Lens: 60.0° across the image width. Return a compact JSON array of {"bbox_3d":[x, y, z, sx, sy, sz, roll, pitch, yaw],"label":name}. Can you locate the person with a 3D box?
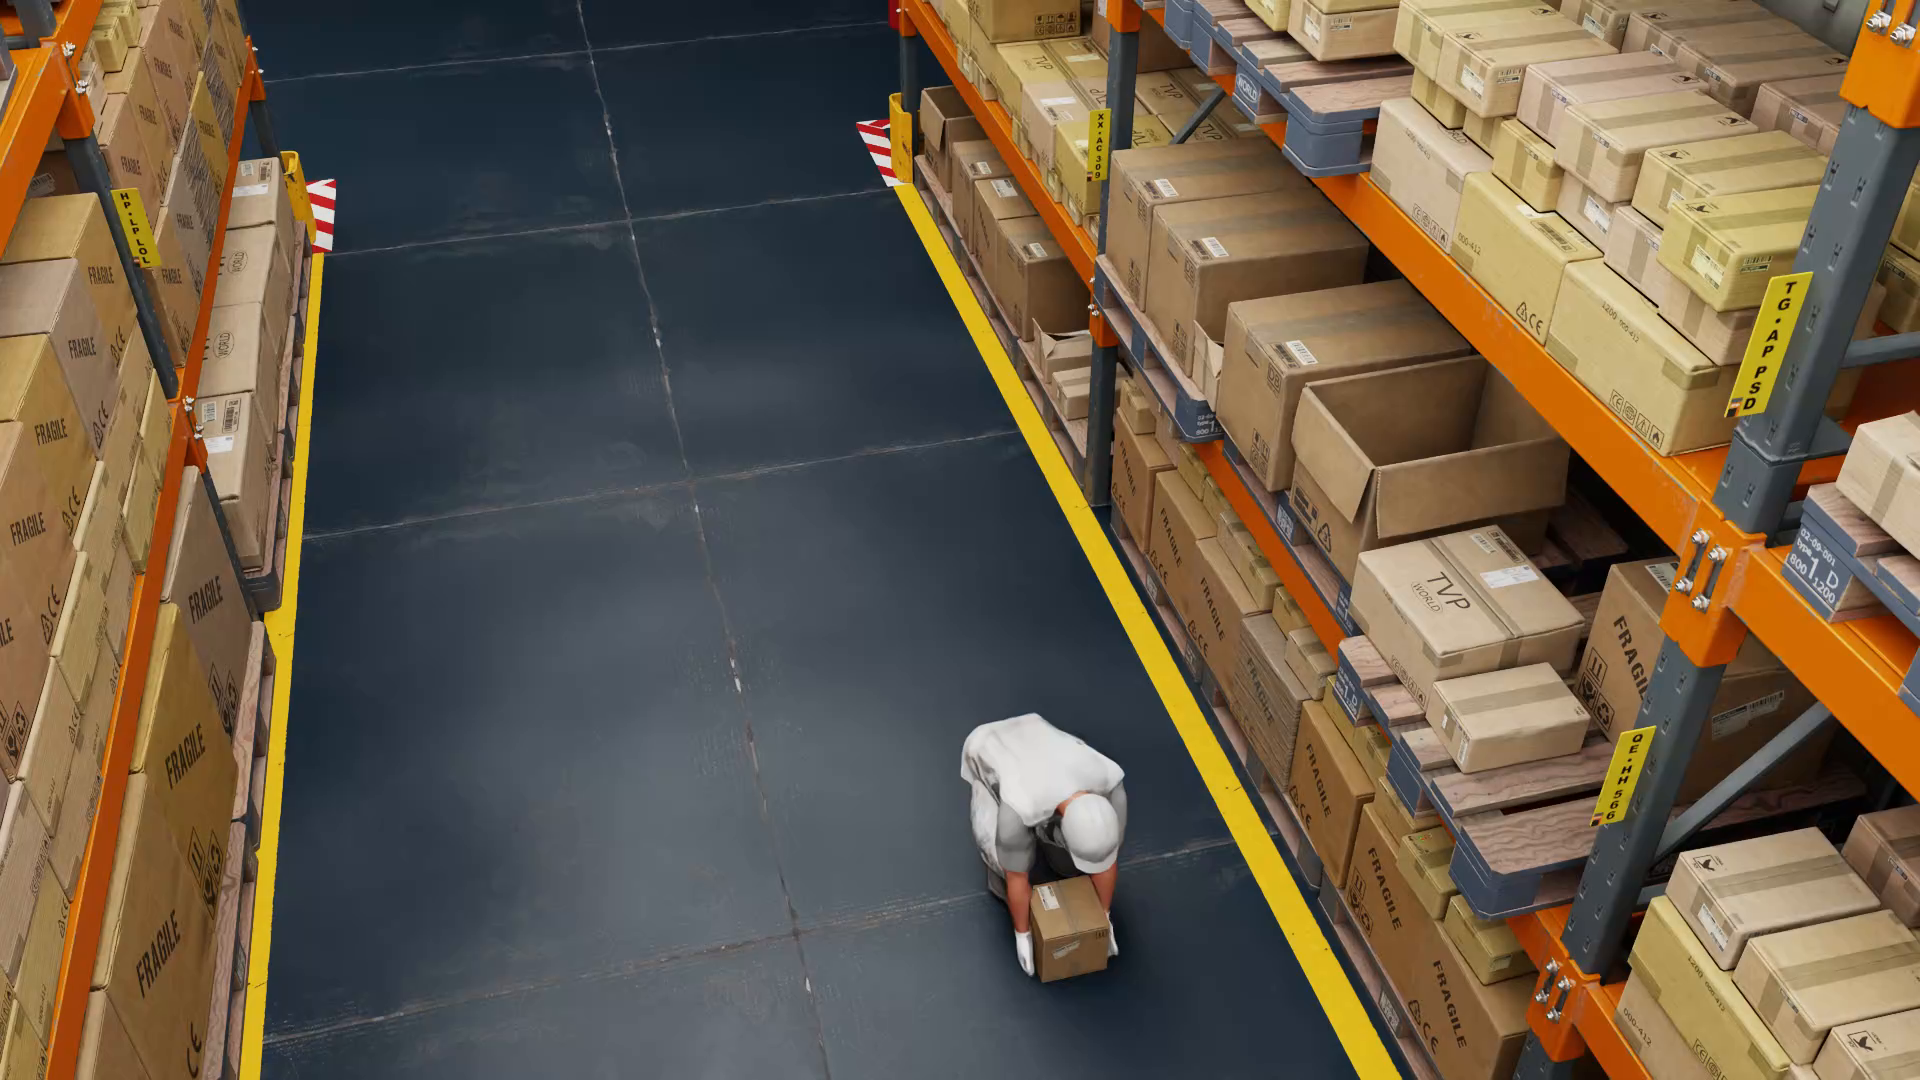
[{"bbox_3d":[0.316,1.057,6.191,0.545,0.876,0.908,-10,39,-13],"label":"person"}]
